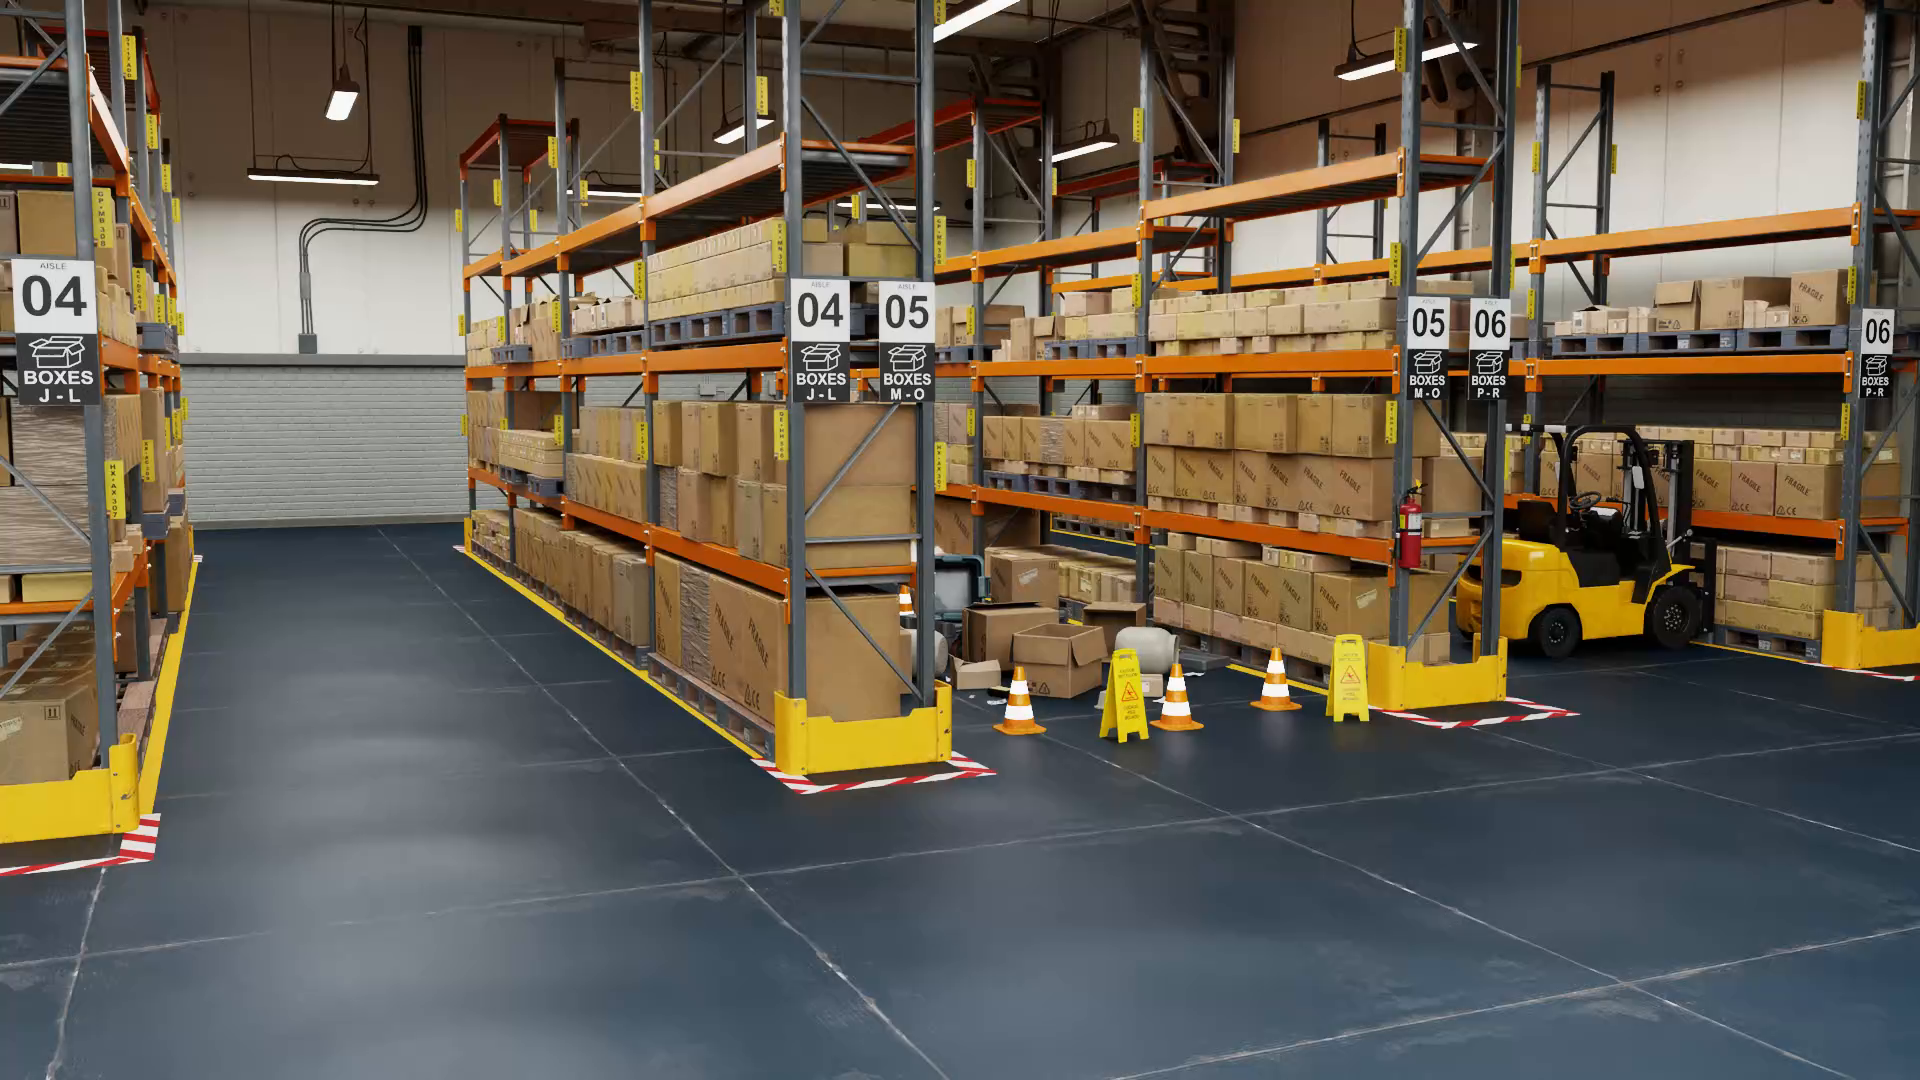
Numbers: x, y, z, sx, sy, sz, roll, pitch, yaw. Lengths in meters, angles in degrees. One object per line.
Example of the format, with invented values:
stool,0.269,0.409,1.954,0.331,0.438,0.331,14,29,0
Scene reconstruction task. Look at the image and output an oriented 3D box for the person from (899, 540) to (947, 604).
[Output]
person,-0.396,0.450,17.926,0.589,0.874,0.953,-3,6,-26
